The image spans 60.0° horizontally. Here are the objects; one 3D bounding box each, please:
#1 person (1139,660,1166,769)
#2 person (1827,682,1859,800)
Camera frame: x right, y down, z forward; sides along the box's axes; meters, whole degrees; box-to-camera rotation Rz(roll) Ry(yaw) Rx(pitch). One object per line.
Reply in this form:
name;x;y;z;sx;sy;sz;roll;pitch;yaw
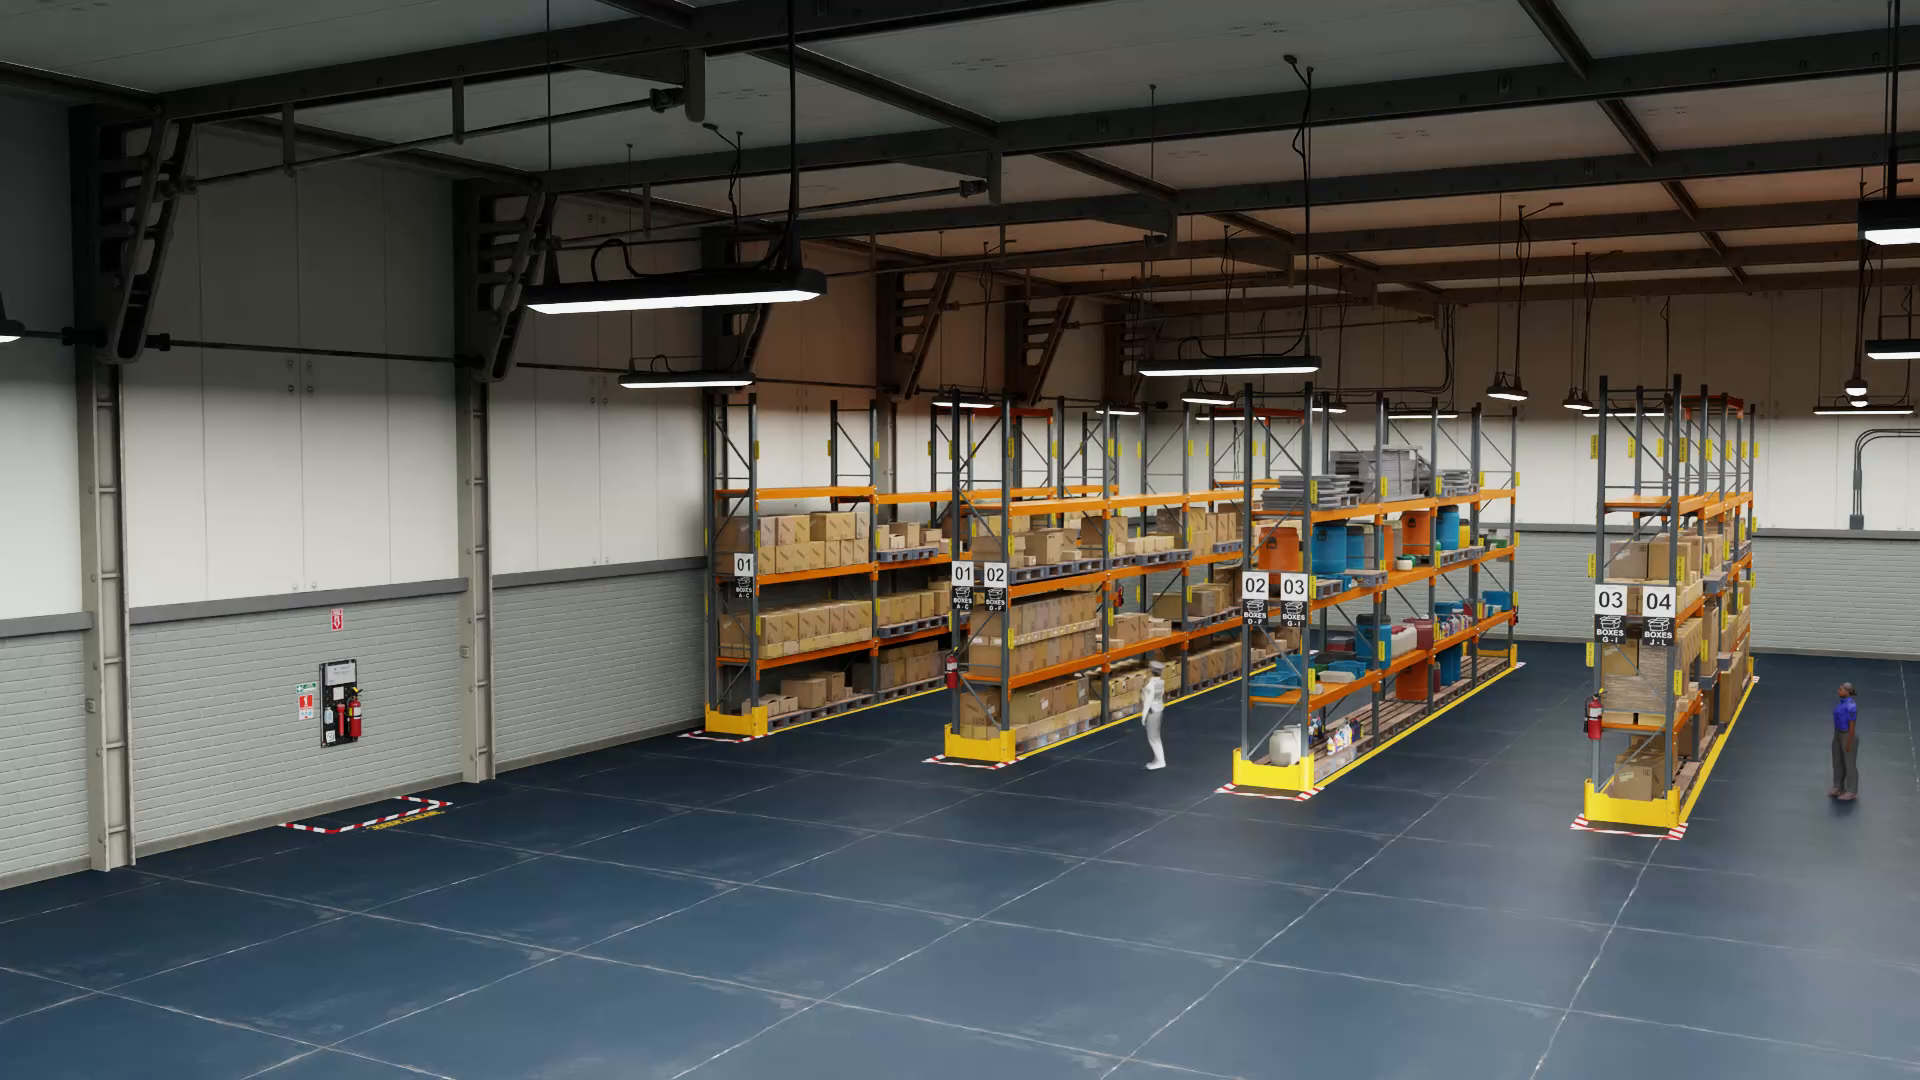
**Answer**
person;3.039;2.749;26.145;0.426;1.699;0.483;1;3;15
person;12.720;2.881;23.924;0.336;1.649;0.473;0;3;-3
